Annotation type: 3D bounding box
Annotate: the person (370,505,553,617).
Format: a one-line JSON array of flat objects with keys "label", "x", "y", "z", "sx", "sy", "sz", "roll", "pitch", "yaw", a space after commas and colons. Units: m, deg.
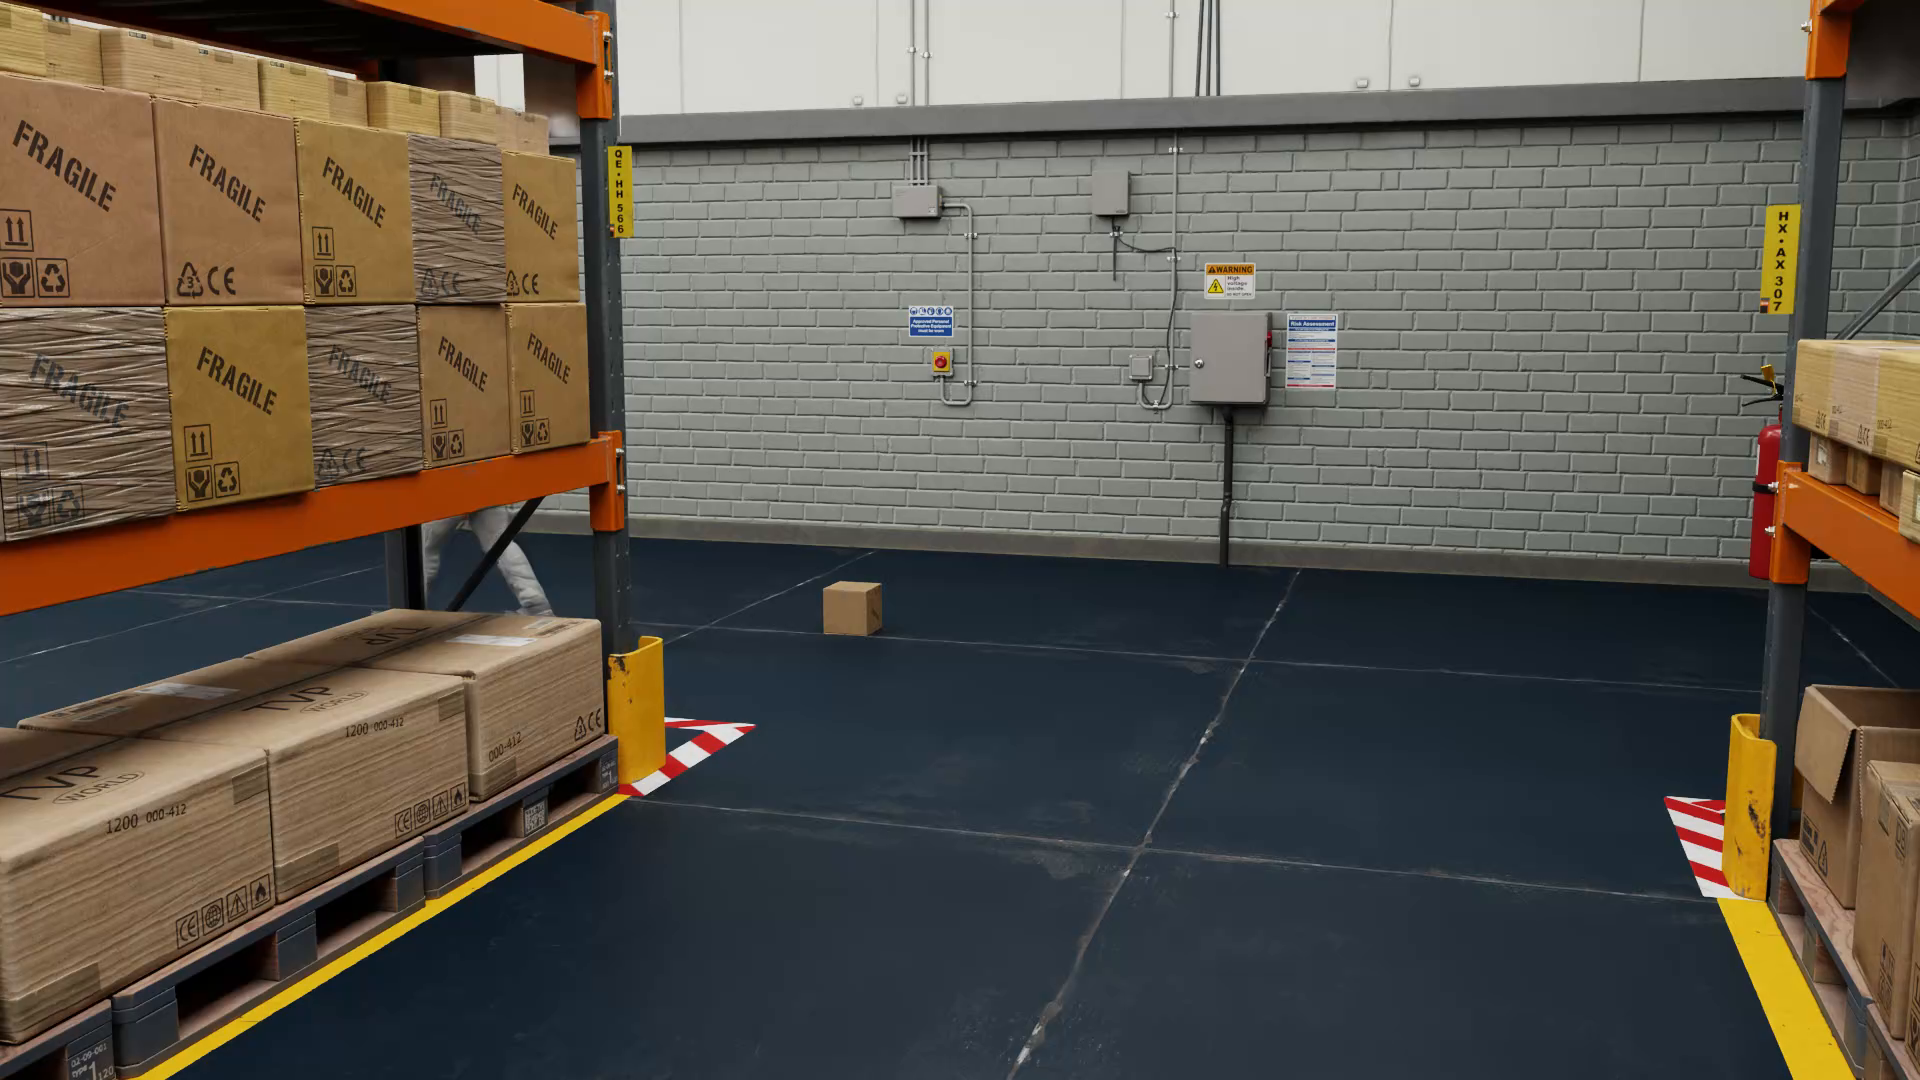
[{"label": "person", "x": -2.721, "y": -0.328, "z": 9.022, "sx": 1.007, "sy": 1.608, "sz": 0.509, "roll": 2, "pitch": 9, "yaw": 15}]
